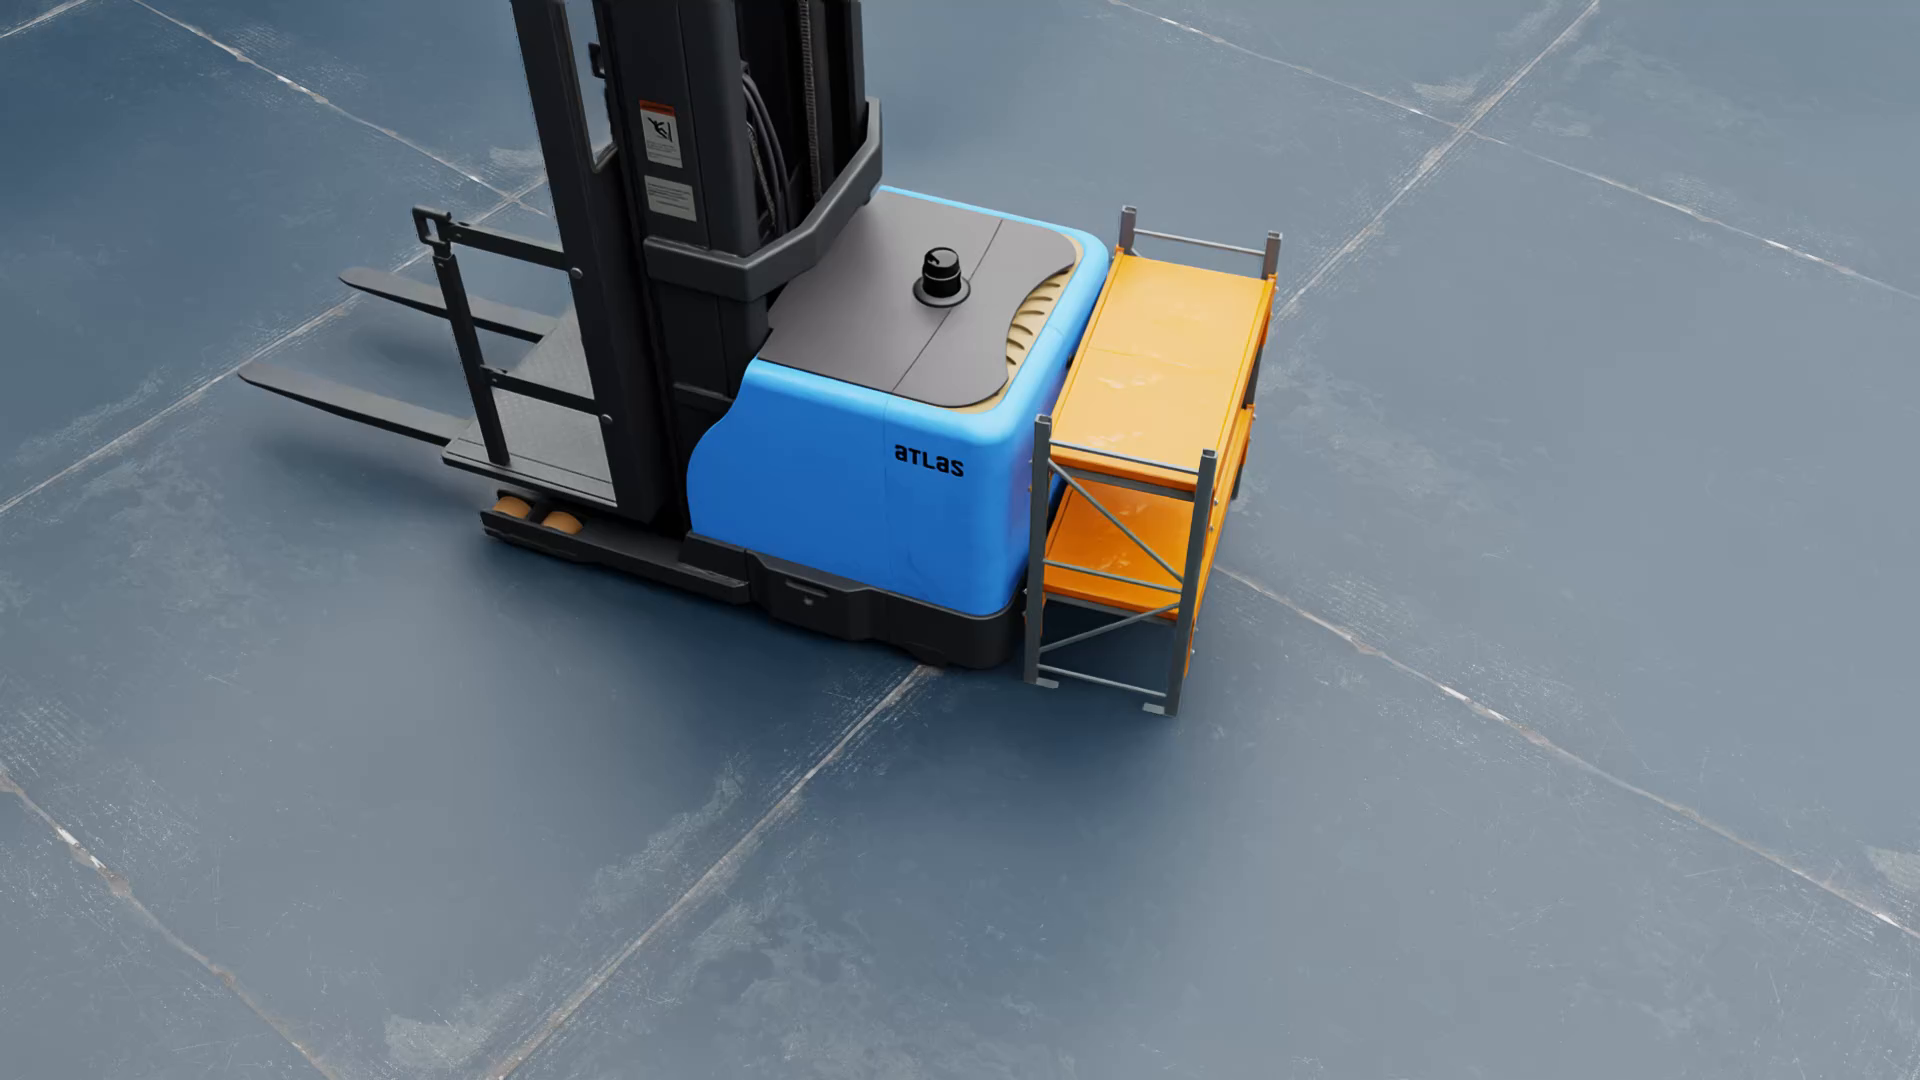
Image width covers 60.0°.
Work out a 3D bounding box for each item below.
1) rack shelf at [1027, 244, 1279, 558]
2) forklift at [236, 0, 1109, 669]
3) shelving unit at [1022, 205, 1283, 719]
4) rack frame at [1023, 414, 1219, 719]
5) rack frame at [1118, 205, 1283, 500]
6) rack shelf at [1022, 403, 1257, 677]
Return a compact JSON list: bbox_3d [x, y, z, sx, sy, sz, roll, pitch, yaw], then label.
[{"bbox_3d":[0.595,-0.444,4.992,0.538,0.278,1.000,13,48,12],"label":"rack shelf"},{"bbox_3d":[-1.092,-1.286,4.952,3.031,2.935,1.130,16,48,15],"label":"forklift"},{"bbox_3d":[0.595,-0.242,5.203,0.538,1.125,1.048,13,48,12],"label":"shelving unit"},{"bbox_3d":[0.445,0.109,4.868,0.500,1.125,0.032,13,48,12],"label":"rack frame"},{"bbox_3d":[0.745,-0.593,5.539,0.500,1.125,0.032,13,48,12],"label":"rack frame"},{"bbox_3d":[0.595,-0.073,5.380,0.538,0.278,1.000,13,48,12],"label":"rack shelf"}]
